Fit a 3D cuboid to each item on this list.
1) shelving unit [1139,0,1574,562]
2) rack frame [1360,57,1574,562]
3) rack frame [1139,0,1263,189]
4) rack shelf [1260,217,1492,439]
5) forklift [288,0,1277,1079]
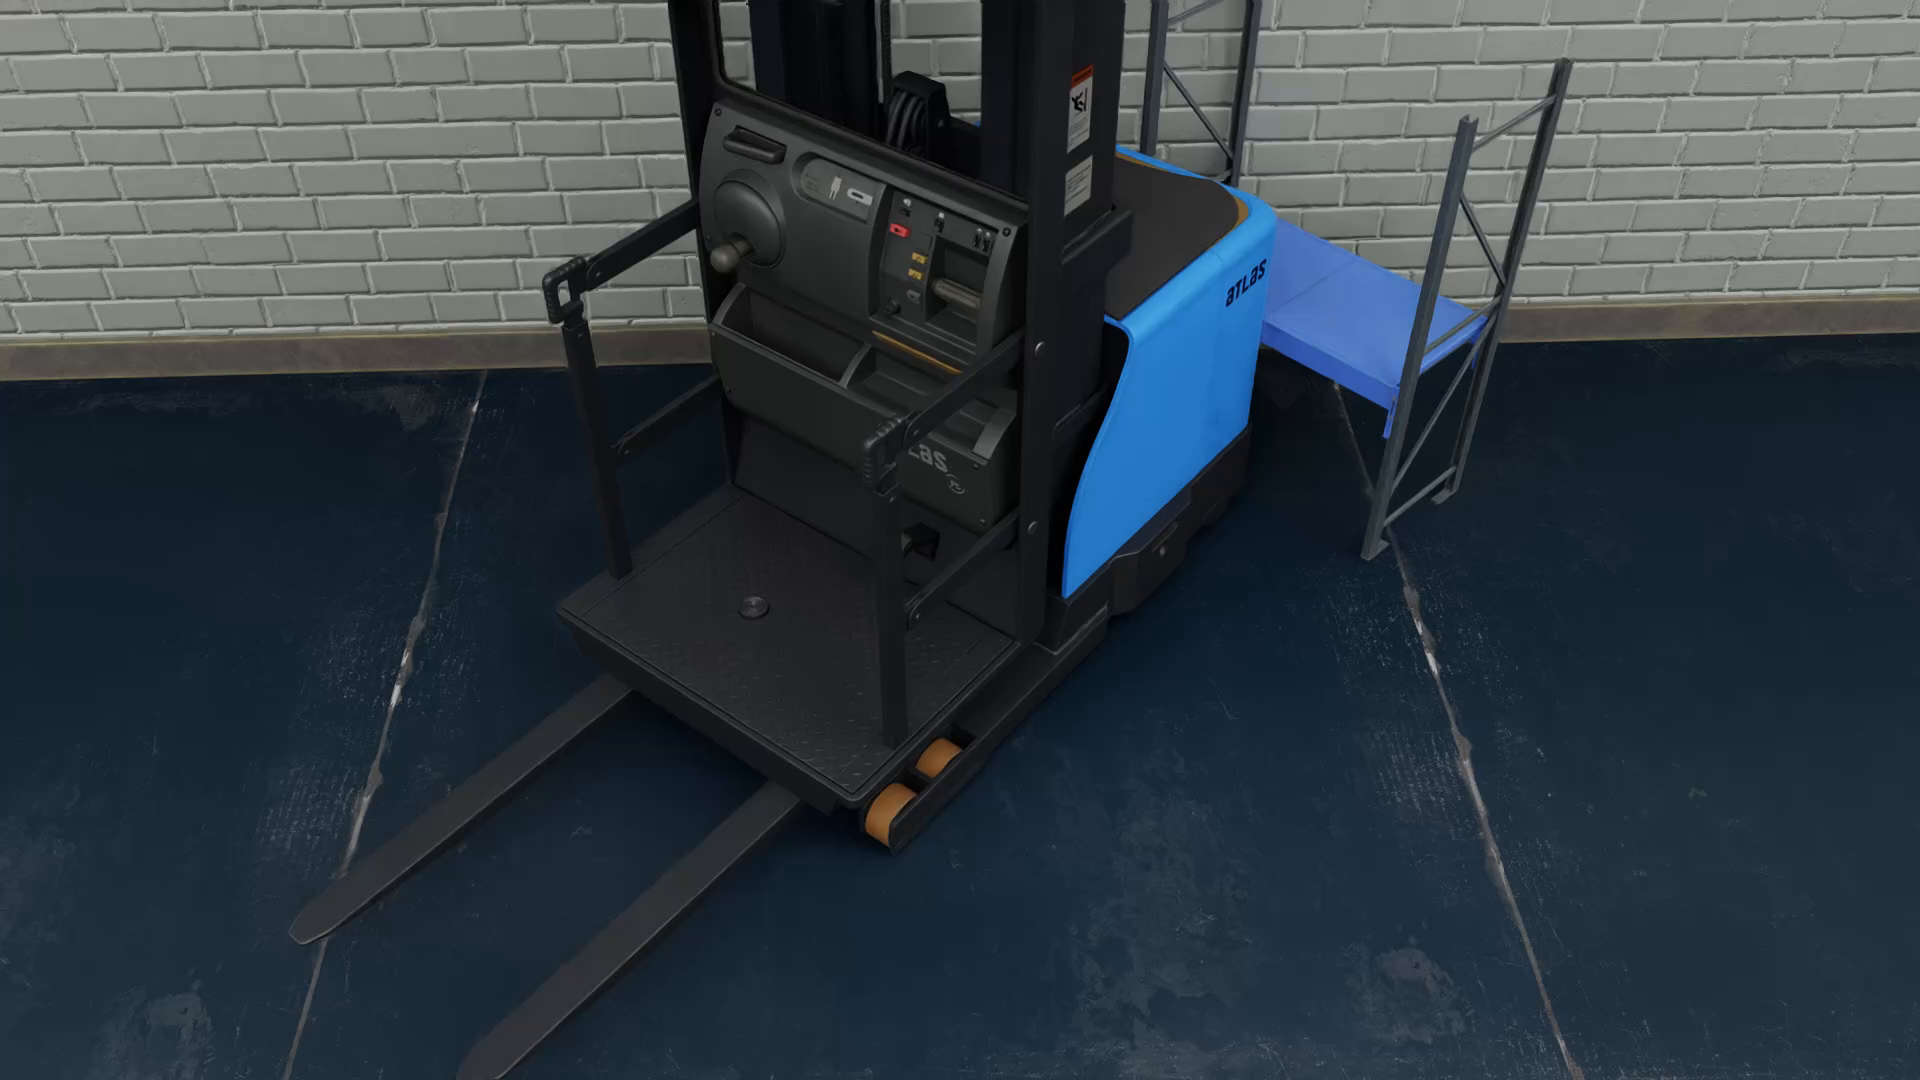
[{"bbox_3d":[1.086,-0.857,5.072,0.538,1.500,1.048,-33,52,-31],"label":"shelving unit"},{"bbox_3d":[1.441,-0.611,4.804,0.500,1.500,0.032,-33,52,-31],"label":"rack frame"},{"bbox_3d":[0.731,-1.103,5.340,0.500,1.500,0.032,-33,52,-31],"label":"rack frame"},{"bbox_3d":[1.085,-0.724,5.193,0.538,0.185,1.000,-33,52,-31],"label":"rack shelf"},{"bbox_3d":[-0.388,-0.658,3.799,1.130,2.935,3.031,28,49,27],"label":"forklift"}]
